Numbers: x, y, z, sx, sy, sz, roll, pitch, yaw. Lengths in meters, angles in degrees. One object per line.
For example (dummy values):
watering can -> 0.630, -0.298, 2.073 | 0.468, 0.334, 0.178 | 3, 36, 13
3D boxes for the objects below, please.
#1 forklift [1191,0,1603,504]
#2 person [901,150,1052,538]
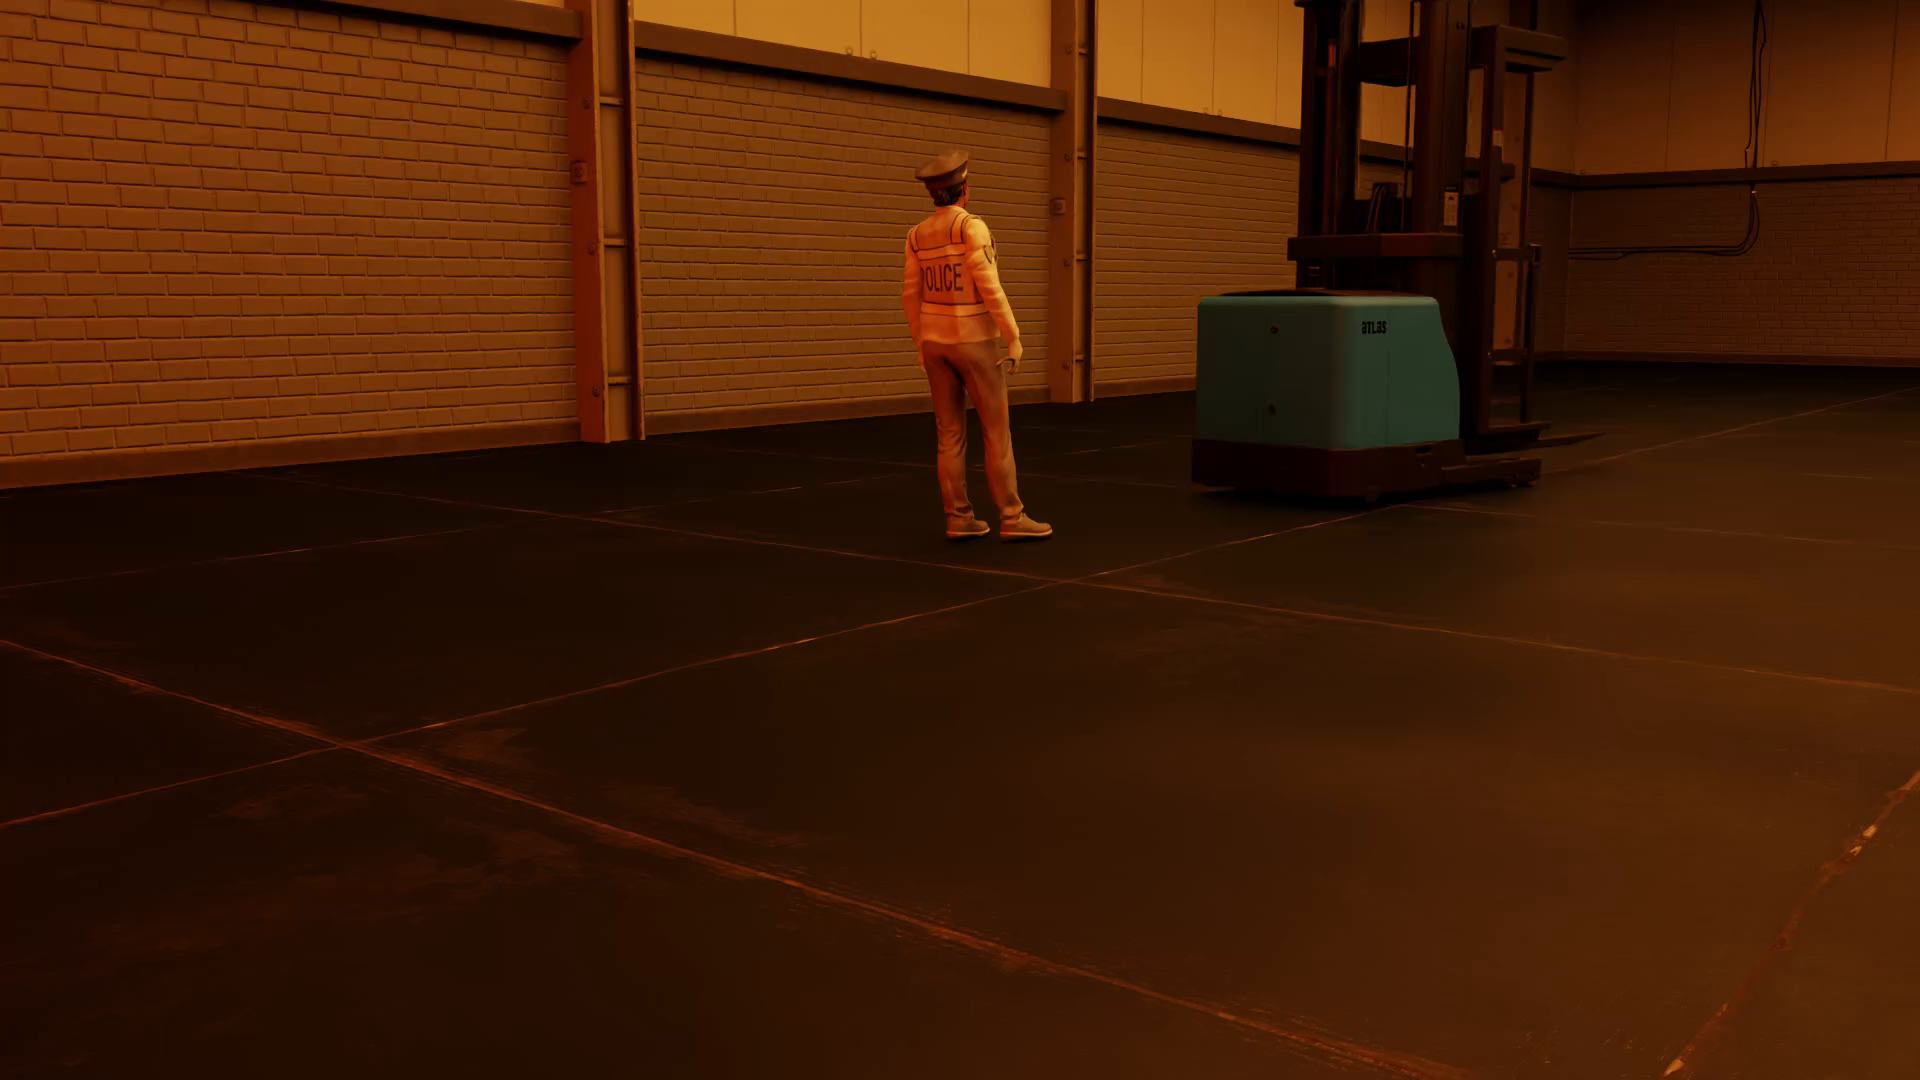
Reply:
forklift -> 2.697, -1.790, 9.513 | 3.031, 2.935, 1.130 | -7, 11, -41
person -> 0.048, -0.853, 7.330 | 0.588, 1.695, 0.531 | 7, 11, 38
